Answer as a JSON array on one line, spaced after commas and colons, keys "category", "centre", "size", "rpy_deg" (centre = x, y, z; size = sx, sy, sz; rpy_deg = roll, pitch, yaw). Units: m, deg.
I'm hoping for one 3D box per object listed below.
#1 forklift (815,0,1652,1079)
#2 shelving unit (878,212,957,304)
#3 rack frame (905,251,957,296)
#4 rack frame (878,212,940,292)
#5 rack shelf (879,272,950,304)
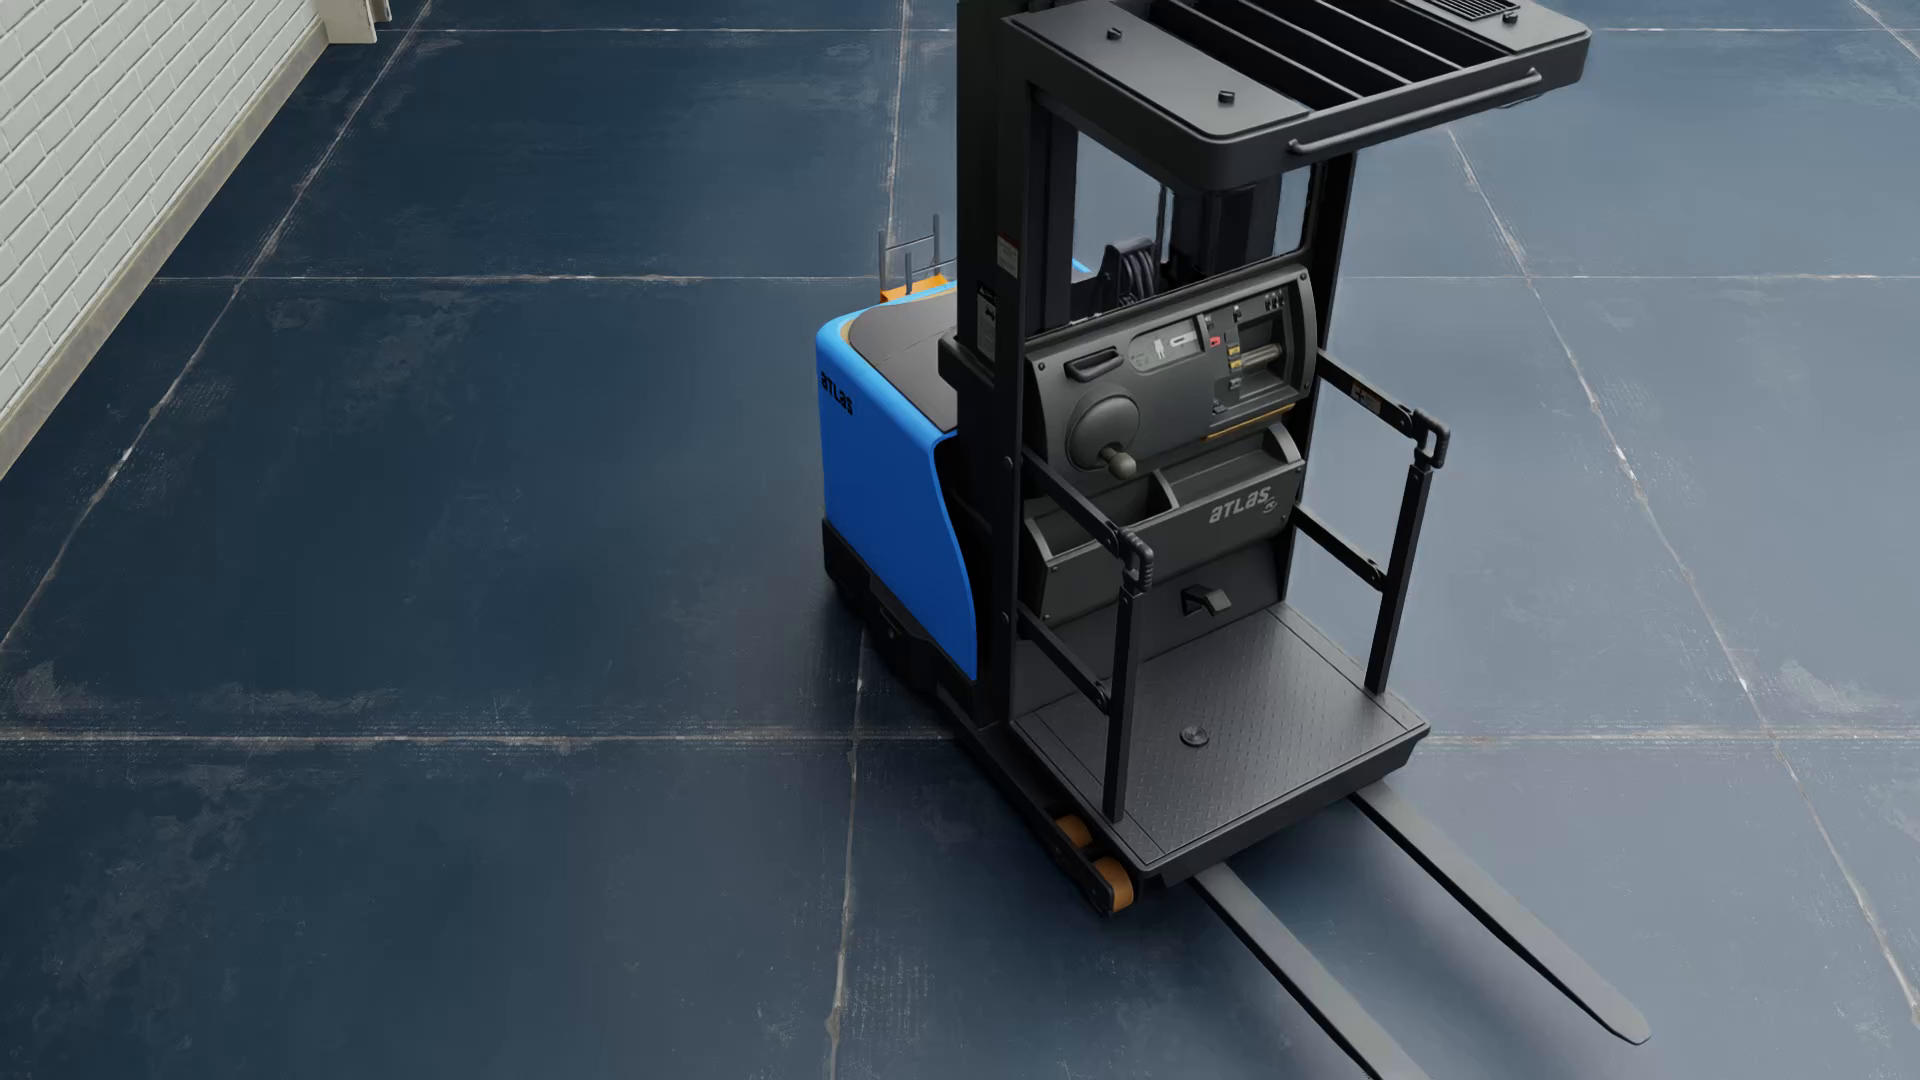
[{"category": "forklift", "centre": [0.712, -0.386, 4.388], "size": [1.130, 2.935, 3.031], "rpy_deg": [-21, 43, -24]}, {"category": "shelving unit", "centre": [-0.126, -0.574, 6.006], "size": [0.258, 1.200, 0.189], "rpy_deg": [-21, 43, -24]}, {"category": "rack frame", "centre": [-0.078, -0.525, 5.945], "size": [0.240, 1.200, 0.006], "rpy_deg": [-21, 43, -24]}, {"category": "rack frame", "centre": [-0.174, -0.622, 6.067], "size": [0.240, 1.200, 0.006], "rpy_deg": [-21, 43, -24]}, {"category": "rack shelf", "centre": [-0.126, -0.820, 5.809], "size": [0.258, 0.103, 0.180], "rpy_deg": [-21, 43, -24]}]
